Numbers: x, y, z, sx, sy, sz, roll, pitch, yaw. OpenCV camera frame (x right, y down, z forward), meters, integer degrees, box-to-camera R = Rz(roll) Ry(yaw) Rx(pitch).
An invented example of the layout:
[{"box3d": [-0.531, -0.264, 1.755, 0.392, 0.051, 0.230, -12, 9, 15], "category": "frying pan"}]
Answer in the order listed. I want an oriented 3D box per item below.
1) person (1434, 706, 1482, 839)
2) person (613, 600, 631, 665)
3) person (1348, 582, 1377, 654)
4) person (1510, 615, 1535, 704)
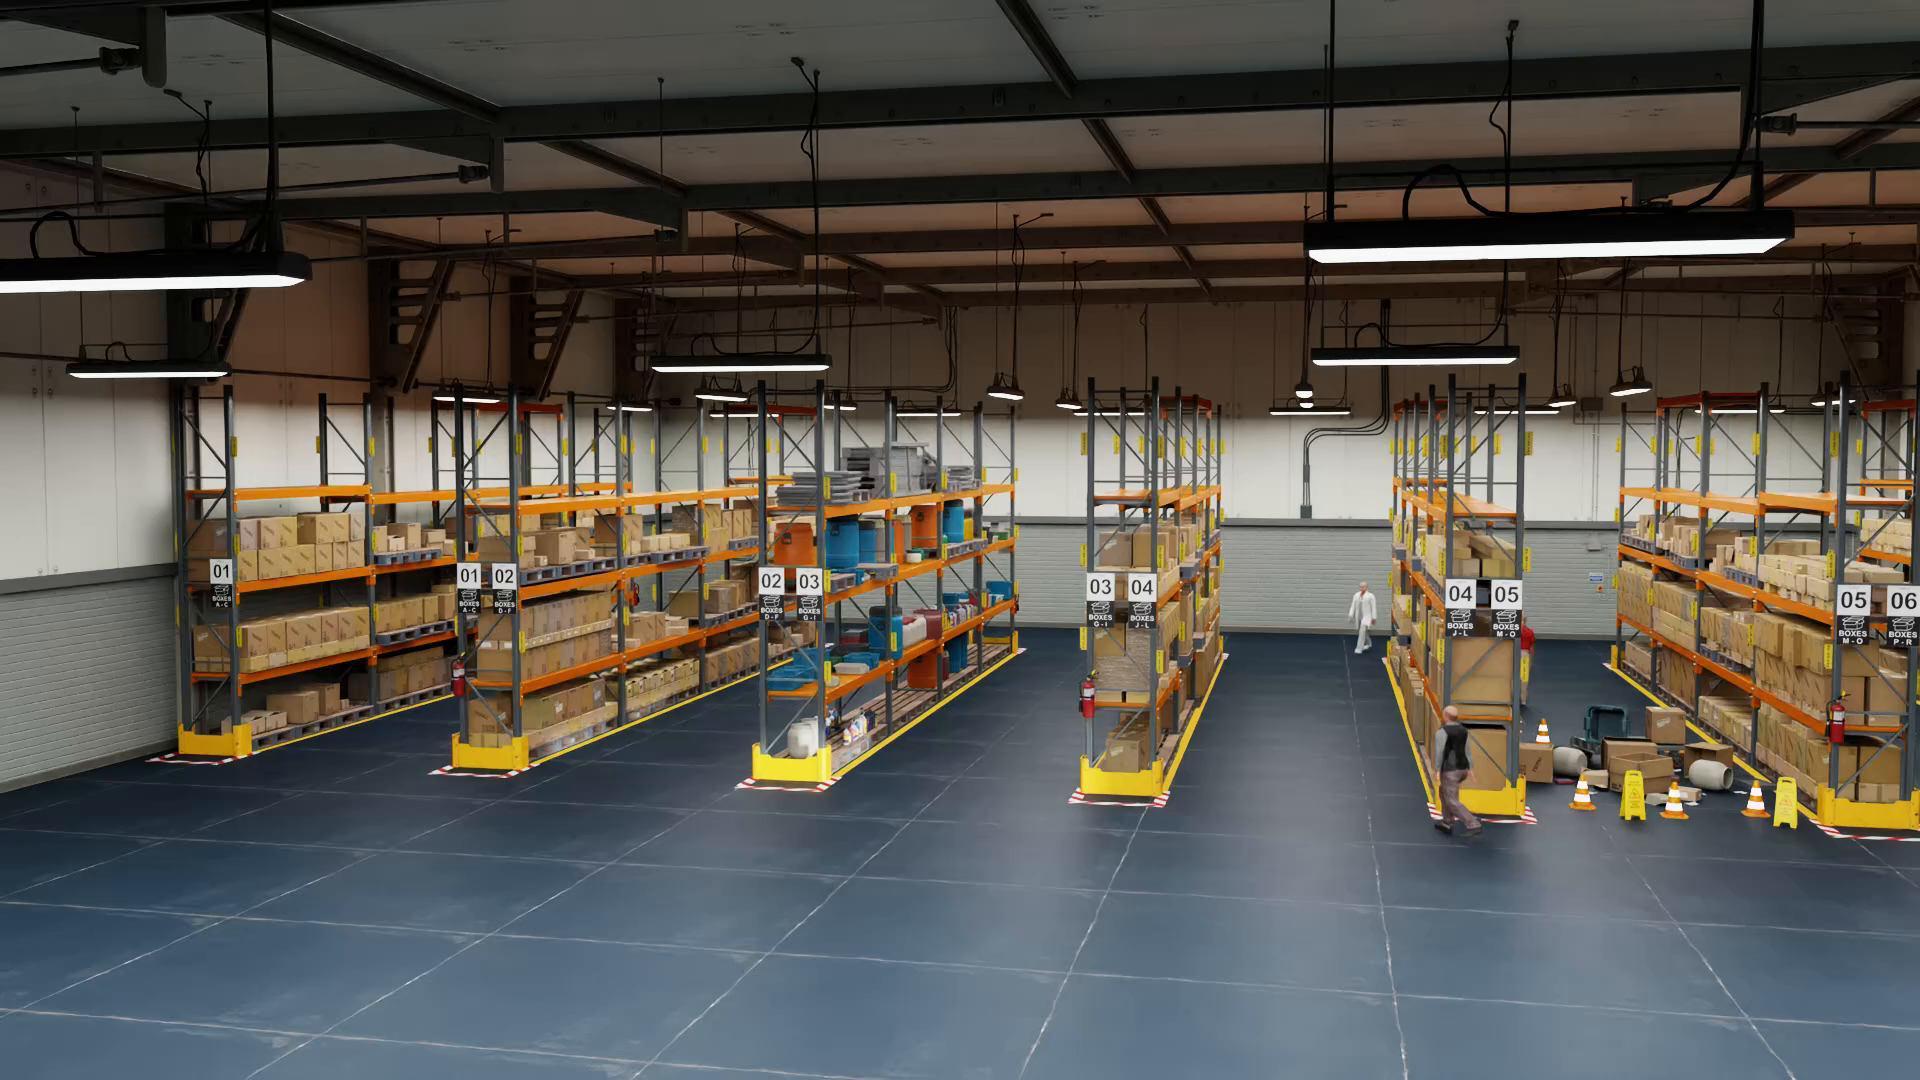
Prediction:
[{"box3d": [6.358, 2.976, 21.256, 0.560, 1.667, 0.900, -2, 4, -37], "category": "person"}, {"box3d": [-7.439, 2.127, 36.652, 0.451, 1.607, 1.009, 0, 3, -1], "category": "person"}, {"box3d": [9.766, 1.871, 40.261, 0.627, 1.721, 1.202, 3, 4, 40], "category": "person"}, {"box3d": [10.923, 2.364, 32.360, 0.540, 1.778, 0.602, 0, 3, 9], "category": "person"}]
